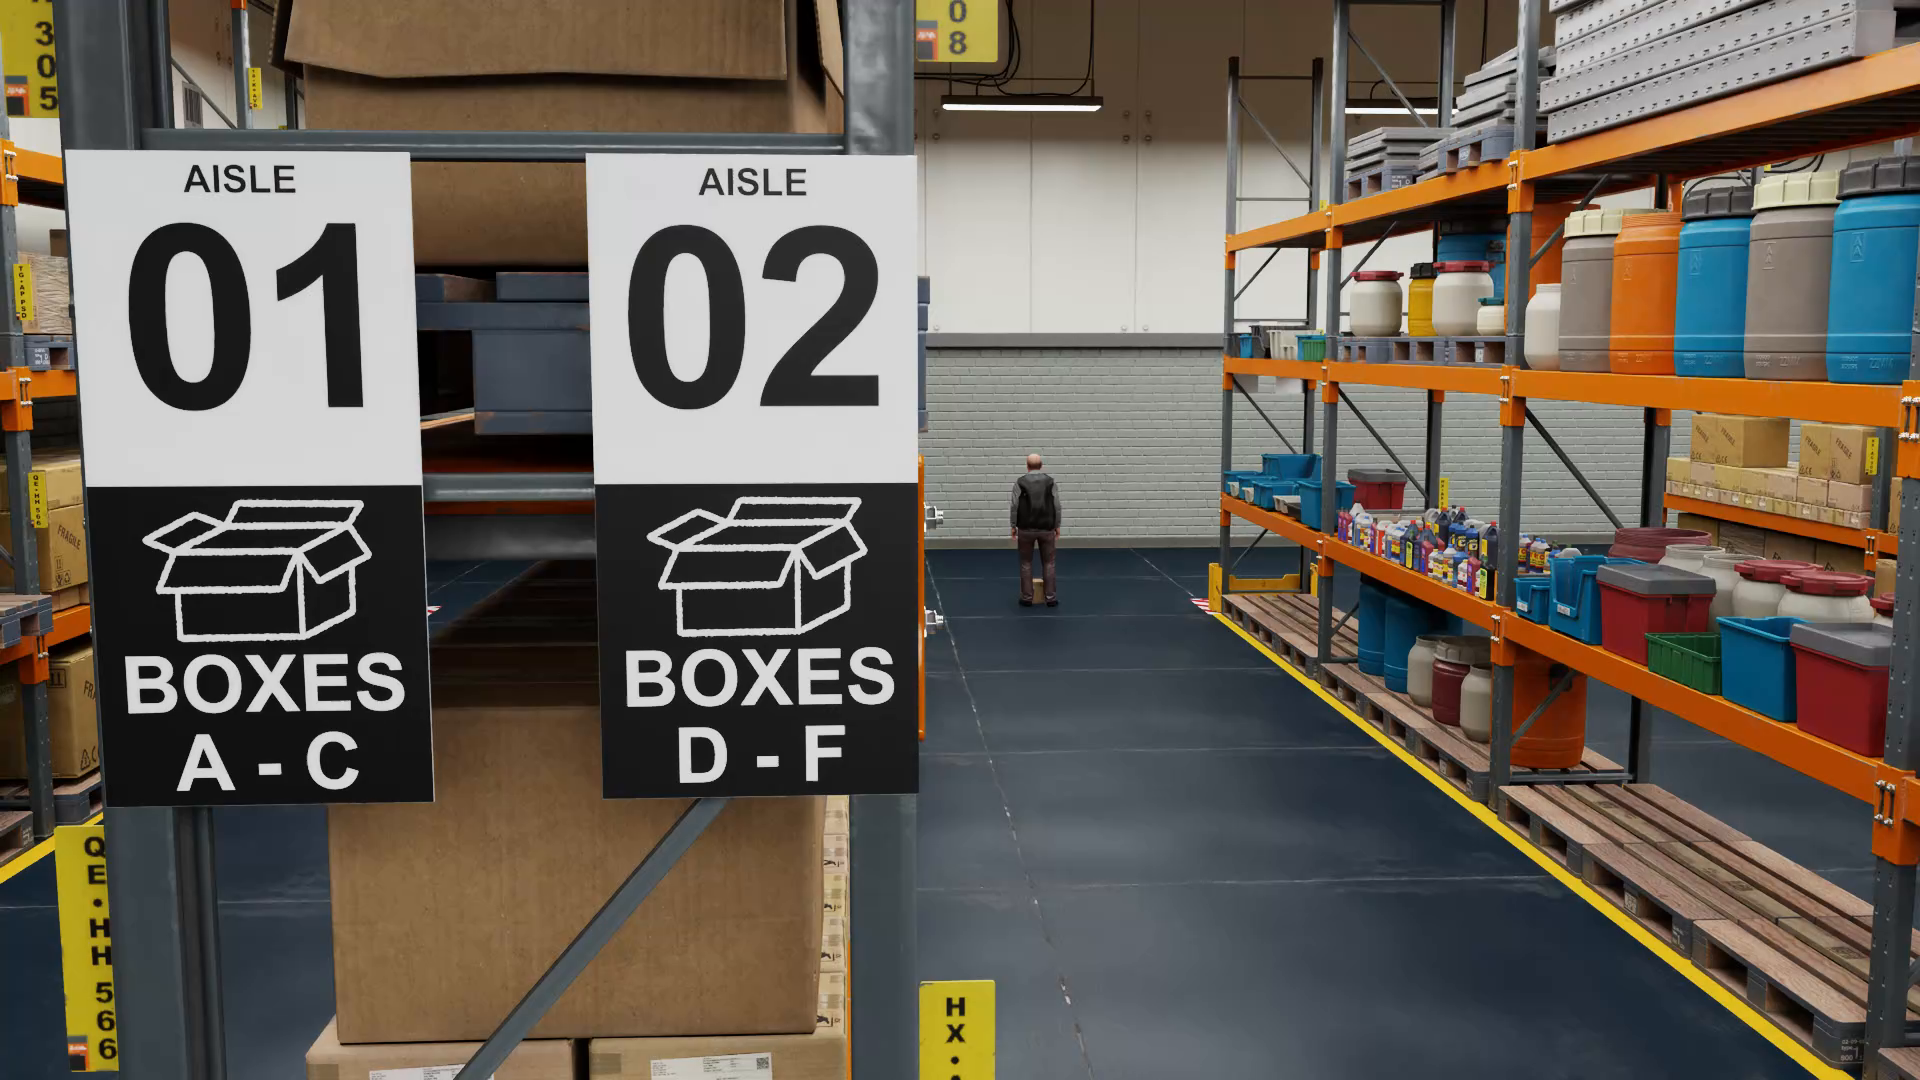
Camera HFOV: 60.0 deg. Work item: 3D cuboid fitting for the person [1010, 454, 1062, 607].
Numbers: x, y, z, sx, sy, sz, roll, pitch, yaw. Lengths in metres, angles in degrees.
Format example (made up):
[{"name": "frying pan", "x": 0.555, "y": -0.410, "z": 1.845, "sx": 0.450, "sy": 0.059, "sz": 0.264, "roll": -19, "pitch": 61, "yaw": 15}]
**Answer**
[{"name": "person", "x": 0.856, "y": -0.111, "z": 18.773, "sx": 0.580, "sy": 1.722, "sz": 0.460, "roll": 0, "pitch": 7, "yaw": -4}]
